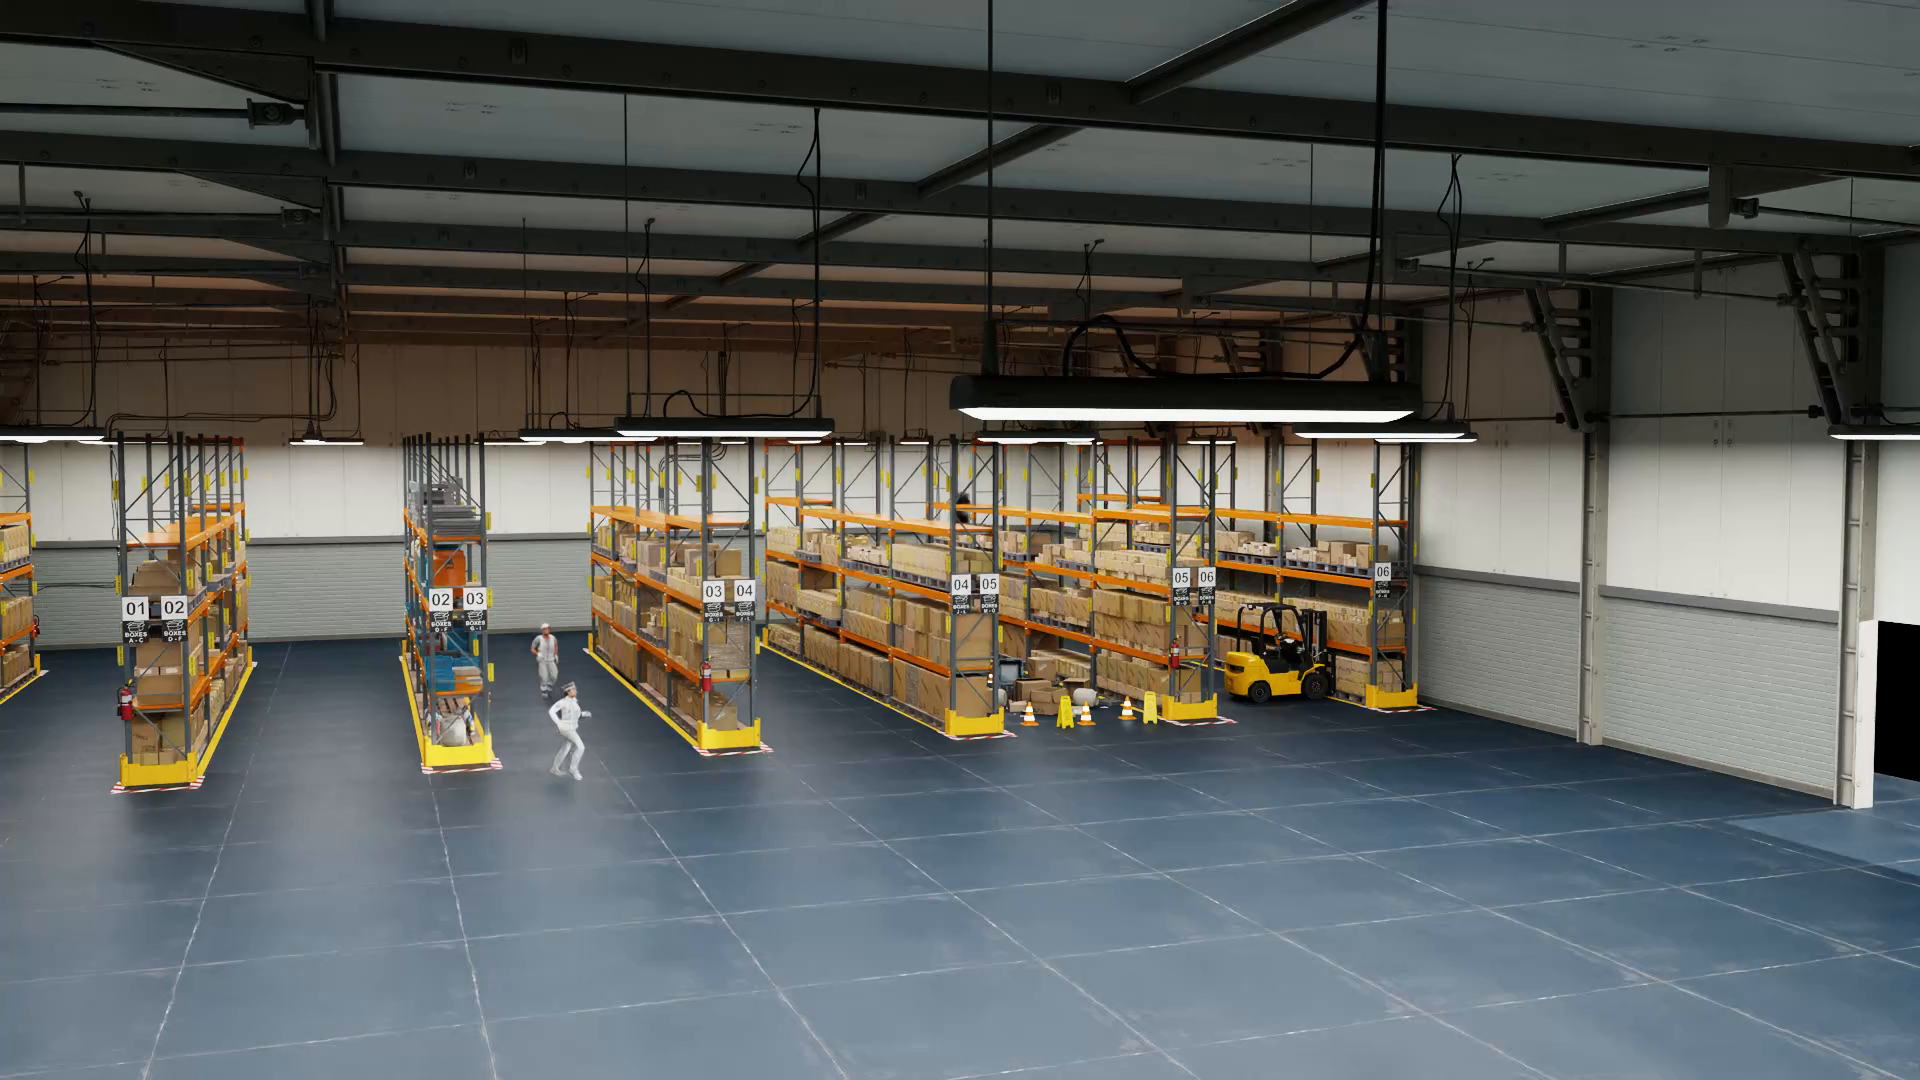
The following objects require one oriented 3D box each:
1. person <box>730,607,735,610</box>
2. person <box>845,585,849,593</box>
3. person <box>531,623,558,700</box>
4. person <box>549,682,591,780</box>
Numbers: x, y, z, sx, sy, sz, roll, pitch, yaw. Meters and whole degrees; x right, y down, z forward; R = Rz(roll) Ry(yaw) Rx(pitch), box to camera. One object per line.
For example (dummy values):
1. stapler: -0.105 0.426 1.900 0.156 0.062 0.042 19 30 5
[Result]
1. person: -6.500 2.237 48.840 0.561 1.634 0.901 2 4 30
2. person: -3.500 2.131 50.296 0.627 1.558 0.508 -2 4 -27
3. person: -9.351 2.757 37.593 0.659 1.744 0.578 -2 4 -30
4. person: -6.754 3.296 28.647 0.795 1.710 0.626 0 3 8
